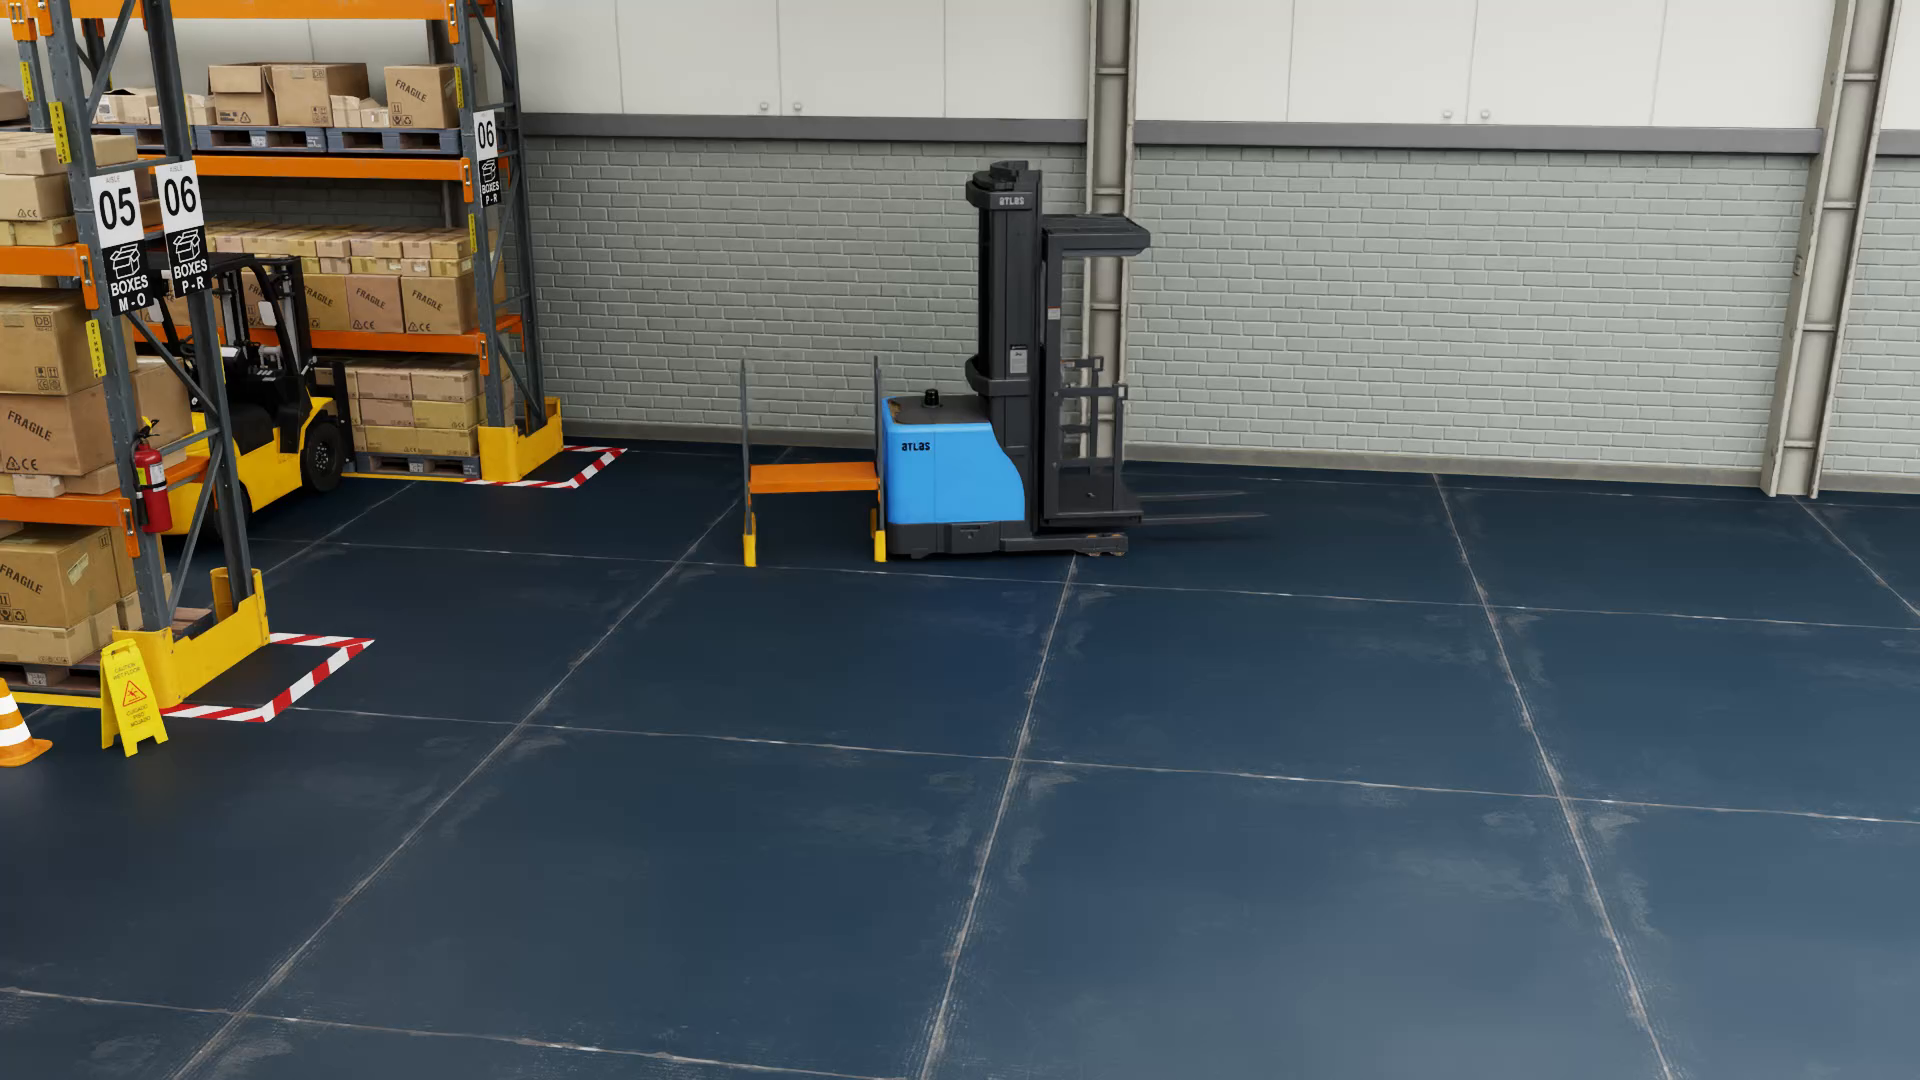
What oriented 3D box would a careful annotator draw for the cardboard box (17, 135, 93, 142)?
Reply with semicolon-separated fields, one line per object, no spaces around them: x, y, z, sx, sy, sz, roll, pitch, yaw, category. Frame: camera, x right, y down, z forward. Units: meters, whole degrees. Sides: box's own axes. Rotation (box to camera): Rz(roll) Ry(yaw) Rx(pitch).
-5.414;-2.343;9.989;0.250;0.149;0.380;3;19;8;cardboard box

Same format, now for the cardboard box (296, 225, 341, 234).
-5.881;-2.794;15.276;0.250;0.149;0.380;3;19;9;cardboard box

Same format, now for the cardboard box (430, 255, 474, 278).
-4.447;-2.412;14.603;0.250;0.149;0.380;3;19;9;cardboard box

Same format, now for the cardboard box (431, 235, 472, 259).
-4.448;-2.575;14.623;0.250;0.149;0.380;3;19;9;cardboard box

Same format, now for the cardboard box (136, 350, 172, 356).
-7.582;-1.575;15.378;0.500;0.250;0.500;3;19;8;cardboard box

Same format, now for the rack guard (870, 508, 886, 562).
-0.645;-0.041;13.031;0.087;0.250;0.587;-2;19;-6;rack guard

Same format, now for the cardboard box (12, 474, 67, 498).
-5.515;-0.382;10.114;0.250;0.149;0.380;3;19;8;cardboard box

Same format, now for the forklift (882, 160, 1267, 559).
0.890;-1.426;12.945;3.031;2.935;1.130;-2;19;-6;forklift

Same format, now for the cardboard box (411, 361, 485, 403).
-4.565;-1.422;14.921;0.500;0.250;0.500;4;19;10;cardboard box

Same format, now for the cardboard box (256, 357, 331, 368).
-6.069;-1.496;15.142;0.500;0.250;0.500;3;19;8;cardboard box

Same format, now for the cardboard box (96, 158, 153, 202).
-5.299;-2.173;10.110;0.500;0.250;0.500;3;19;8;cardboard box

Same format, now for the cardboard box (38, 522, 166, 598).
-5.620;0.049;10.918;0.500;0.500;0.500;2;19;7;cardboard box

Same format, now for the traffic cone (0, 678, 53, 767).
-5.474;1.014;9.544;0.334;0.463;0.336;3;19;9;traffic cone

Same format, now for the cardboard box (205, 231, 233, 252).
-6.718;-2.671;14.909;0.250;0.149;0.380;3;19;8;cardboard box

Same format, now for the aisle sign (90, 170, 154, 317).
-4.829;-1.710;9.591;0.004;0.787;0.394;3;19;9;aisle sign

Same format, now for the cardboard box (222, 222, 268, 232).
-6.632;-2.856;15.462;0.250;0.149;0.380;3;19;8;cardboard box

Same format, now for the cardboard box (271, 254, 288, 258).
-5.950;-2.509;14.895;0.250;0.149;0.380;3;19;8;cardboard box

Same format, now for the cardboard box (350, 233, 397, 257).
-5.193;-2.618;14.752;0.250;0.149;0.380;3;19;9;cardboard box

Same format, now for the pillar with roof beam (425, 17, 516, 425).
-5.288;-3.941;10.898;0.400;9.000;9.100;3;19;9;pillar with roof beam

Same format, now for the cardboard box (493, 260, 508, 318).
-4.506;-2.286;15.251;0.500;0.500;0.500;4;19;10;cardboard box

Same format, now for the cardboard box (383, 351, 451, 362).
-4.999;-1.604;15.465;0.500;0.250;0.500;3;19;9;cardboard box

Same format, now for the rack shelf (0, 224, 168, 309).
-6.819;-1.754;10.223;4.000;0.370;1.077;3;19;9;rack shelf

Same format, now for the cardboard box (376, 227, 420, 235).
-5.116;-2.757;15.166;0.250;0.149;0.380;3;19;9;cardboard box

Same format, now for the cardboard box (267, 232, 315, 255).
-5.963;-2.650;14.848;0.250;0.149;0.380;3;19;9;cardboard box

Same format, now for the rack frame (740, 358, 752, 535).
-1.636;-0.599;12.731;0.032;1.500;0.500;-2;19;-6;rack frame

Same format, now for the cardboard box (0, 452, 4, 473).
-5.918;-0.728;10.124;0.500;0.500;0.500;3;19;9;cardboard box

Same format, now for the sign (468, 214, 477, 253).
-4.160;-2.619;14.205;0.005;0.325;0.100;3;19;9;sign

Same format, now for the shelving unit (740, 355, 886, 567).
-1.140;-0.616;12.782;1.083;1.500;0.587;-2;19;-6;shelving unit

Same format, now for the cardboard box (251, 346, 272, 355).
-6.494;-1.683;15.701;0.500;0.250;0.500;3;19;9;cardboard box

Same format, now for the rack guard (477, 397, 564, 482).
-4.037;-0.940;15.325;0.348;0.500;1.175;3;19;9;rack guard

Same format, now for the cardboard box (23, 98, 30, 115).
-8.817;-3.982;15.327;0.250;0.149;0.380;3;19;9;cardboard box

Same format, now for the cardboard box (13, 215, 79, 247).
-5.241;-1.805;9.640;0.250;0.149;0.380;3;19;9;cardboard box

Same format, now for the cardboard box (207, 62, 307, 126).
-6.103;-3.915;14.567;0.637;0.503;0.797;4;19;10;cardboard box

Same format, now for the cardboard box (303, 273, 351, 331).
-5.605;-2.171;14.908;0.500;0.500;0.500;3;19;8;cardboard box

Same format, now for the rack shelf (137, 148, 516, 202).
-6.035;-3.309;14.871;4.000;0.370;1.077;3;19;9;rack shelf

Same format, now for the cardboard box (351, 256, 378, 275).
-5.194;-2.463;14.758;0.250;0.149;0.380;3;19;8;cardboard box

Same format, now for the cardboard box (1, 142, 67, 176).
-5.225;-2.178;9.496;0.250;0.149;0.380;3;19;9;cardboard box

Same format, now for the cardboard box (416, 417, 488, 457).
-4.575;-0.947;15.077;0.500;0.250;0.500;3;19;9;cardboard box

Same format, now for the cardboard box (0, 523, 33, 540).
-6.193;0.194;10.487;0.500;0.500;0.500;4;19;11;cardboard box

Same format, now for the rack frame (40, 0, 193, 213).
-4.844;-3.417;9.332;0.127;3.000;1.000;3;19;9;rack frame

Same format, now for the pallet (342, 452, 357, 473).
-6.023;-0.892;15.636;1.213;0.211;1.003;3;19;9;pallet

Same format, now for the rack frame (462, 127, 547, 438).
-4.061;-2.127;14.932;0.127;3.000;1.000;3;19;9;rack frame

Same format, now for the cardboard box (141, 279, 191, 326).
-7.096;-2.250;15.144;0.500;0.500;0.500;3;19;10;cardboard box

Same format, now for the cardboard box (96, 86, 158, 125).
-7.227;-3.837;14.636;0.500;0.311;0.500;3;19;10;cardboard box

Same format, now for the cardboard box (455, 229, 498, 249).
-4.358;-2.707;15.017;0.250;0.149;0.380;3;19;8;cardboard box

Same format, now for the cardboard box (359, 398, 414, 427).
-5.084;-1.214;15.089;0.500;0.250;0.500;3;19;8;cardboard box

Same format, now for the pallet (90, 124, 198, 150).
-7.164;-3.674;14.968;1.213;0.211;1.003;3;19;9;pallet

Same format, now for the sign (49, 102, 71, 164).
-4.952;-2.241;9.151;0.005;0.325;0.100;3;19;9;sign

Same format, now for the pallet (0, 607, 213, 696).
-5.716;0.695;10.893;1.213;0.211;1.003;3;19;9;pallet

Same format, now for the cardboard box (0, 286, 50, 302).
-5.882;-1.219;10.018;0.500;0.500;0.700;3;19;9;cardboard box

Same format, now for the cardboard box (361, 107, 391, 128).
-4.927;-3.623;14.254;0.250;0.149;0.380;2;19;7;cardboard box
